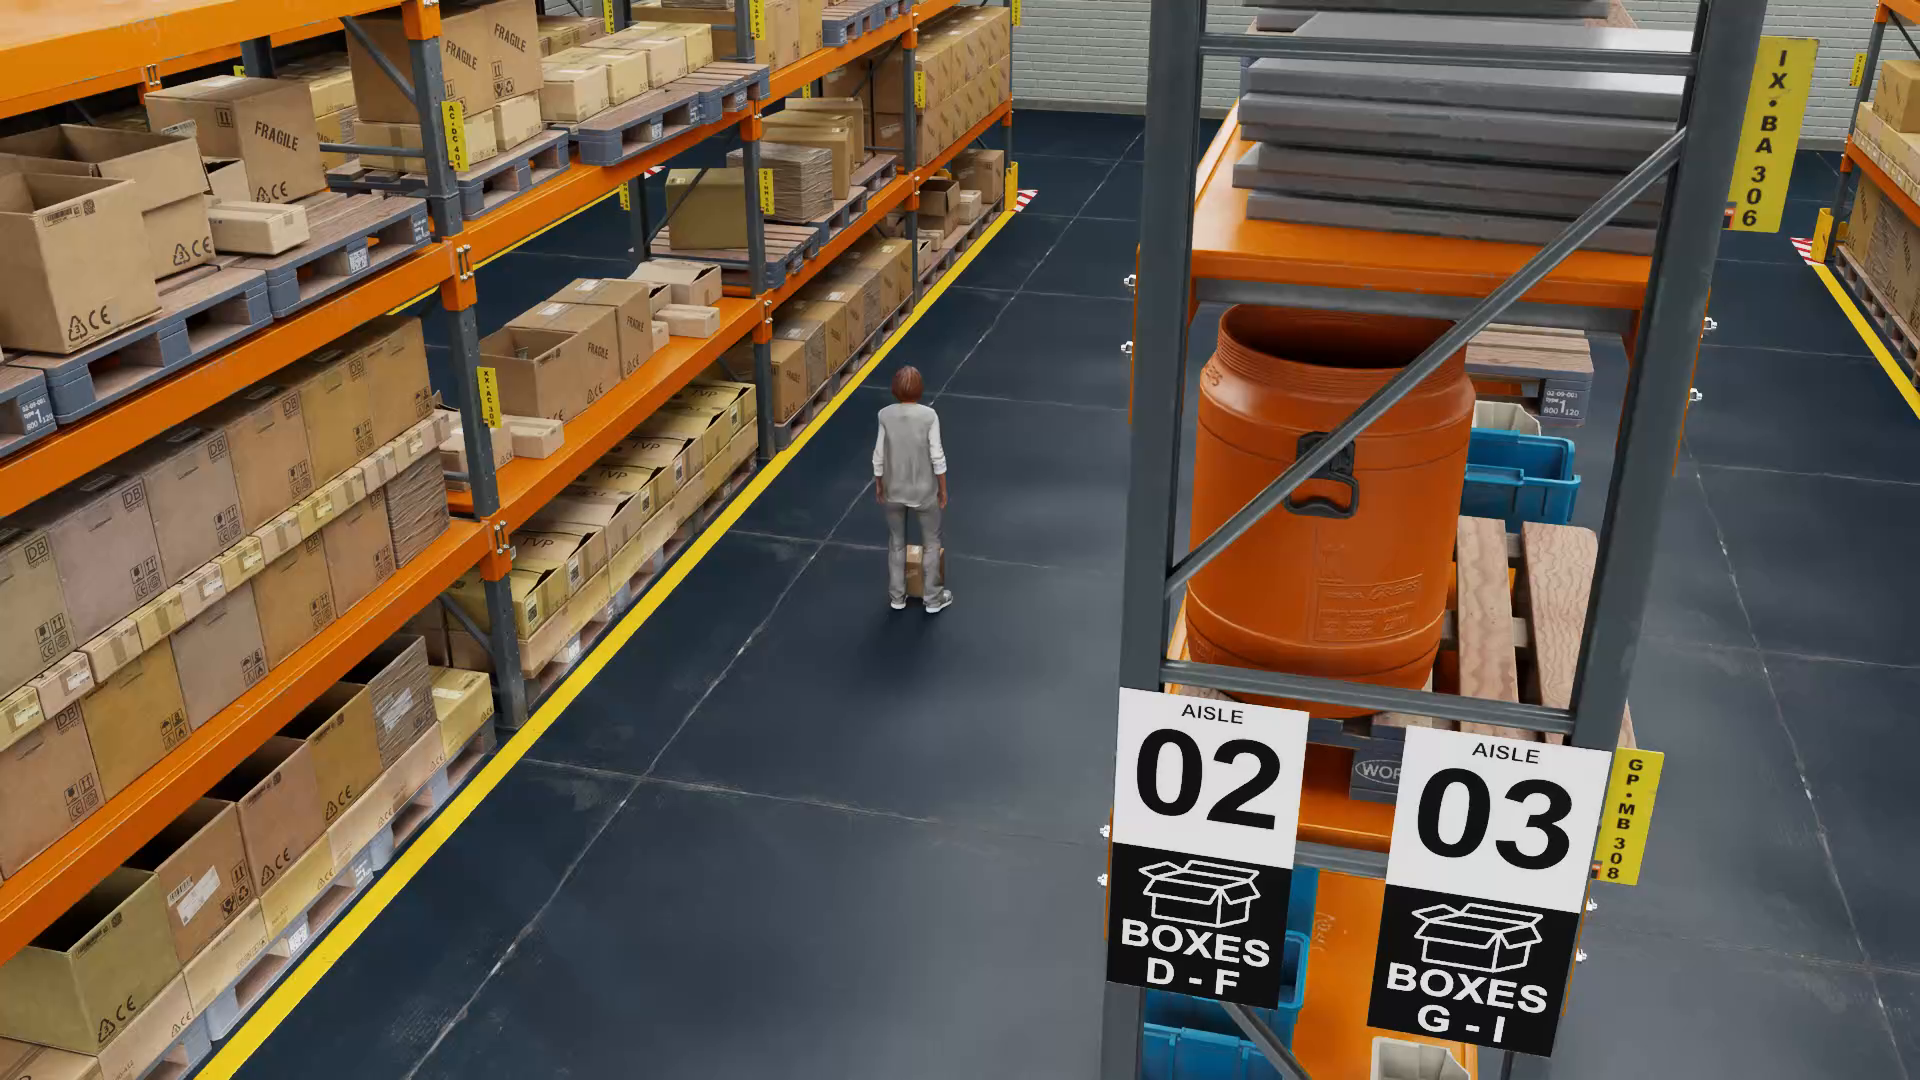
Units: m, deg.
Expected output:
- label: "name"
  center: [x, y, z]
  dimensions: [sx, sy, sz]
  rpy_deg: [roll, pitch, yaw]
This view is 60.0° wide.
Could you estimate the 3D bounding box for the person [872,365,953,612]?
- label: "person"
  center: [-0.300, -0.297, 10.317]
  dimensions: [0.475, 1.592, 0.347]
  rpy_deg: [5, 26, 10]
